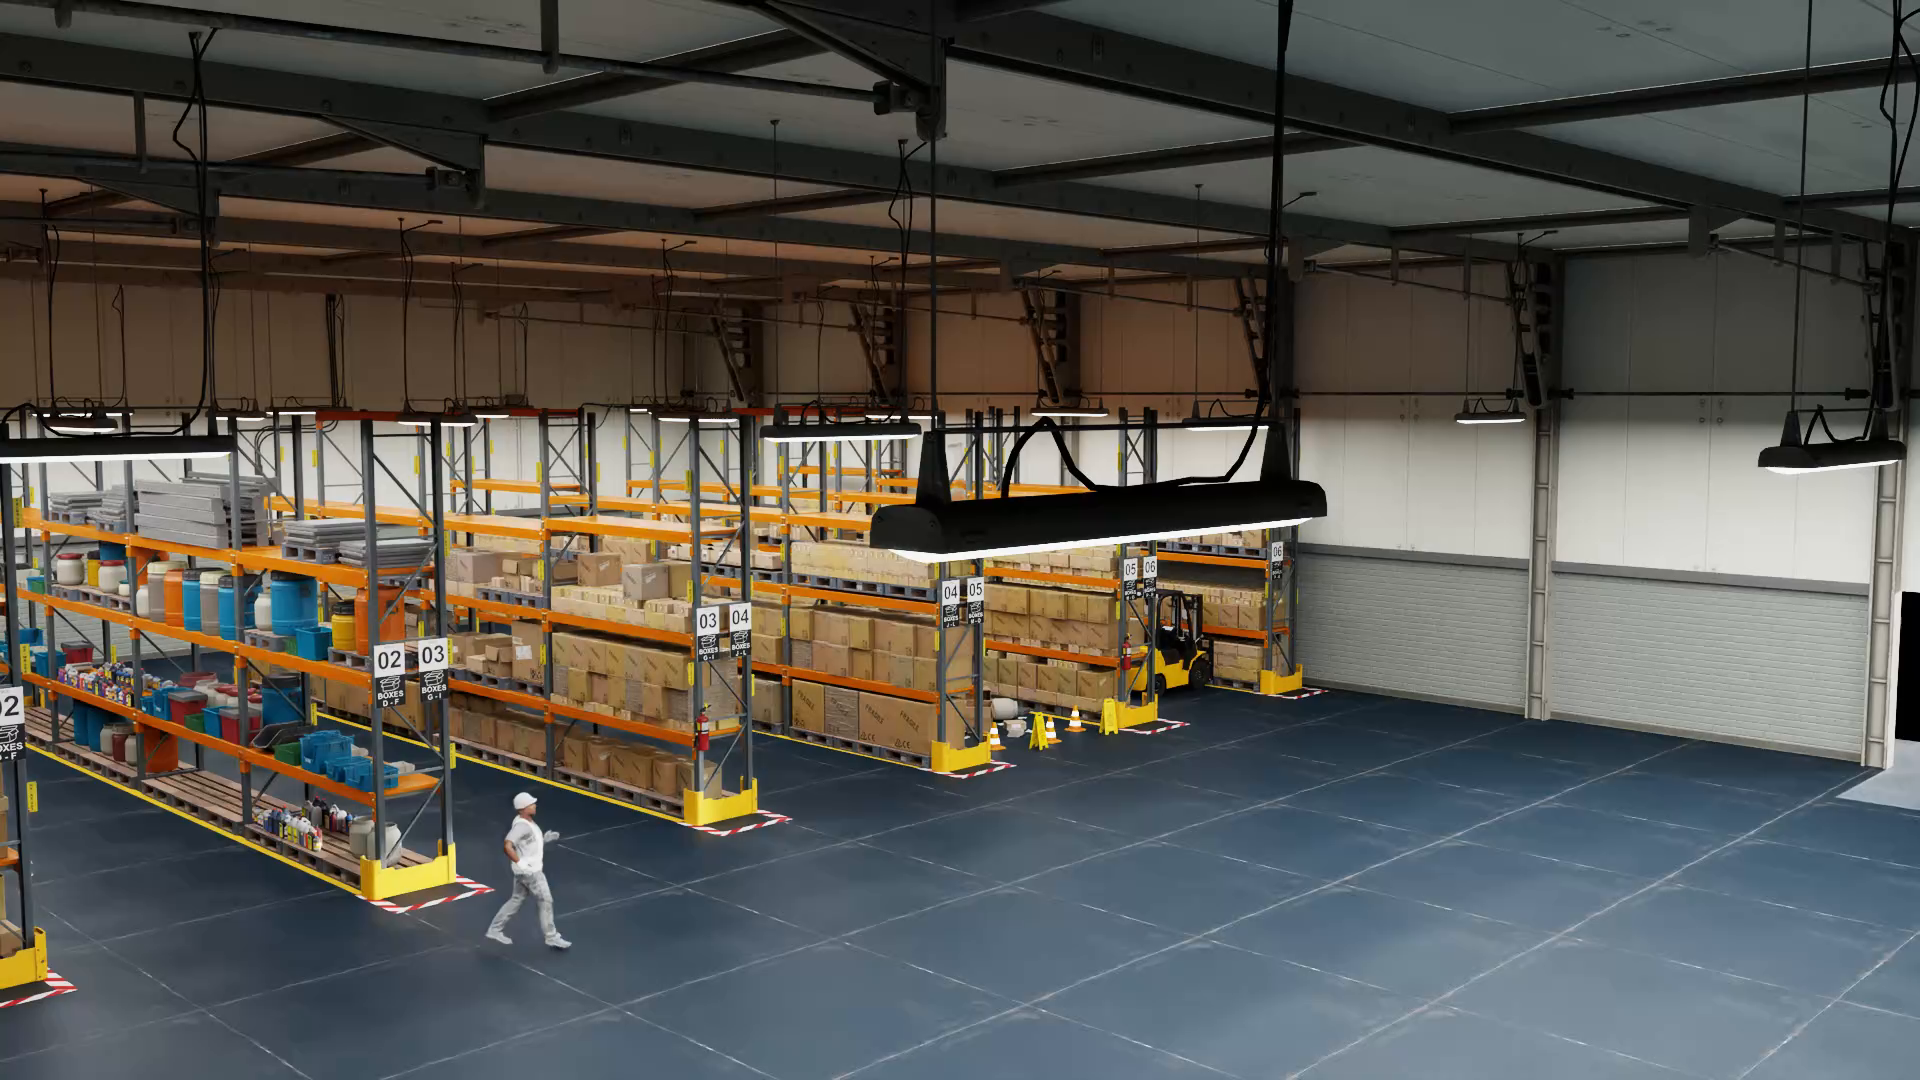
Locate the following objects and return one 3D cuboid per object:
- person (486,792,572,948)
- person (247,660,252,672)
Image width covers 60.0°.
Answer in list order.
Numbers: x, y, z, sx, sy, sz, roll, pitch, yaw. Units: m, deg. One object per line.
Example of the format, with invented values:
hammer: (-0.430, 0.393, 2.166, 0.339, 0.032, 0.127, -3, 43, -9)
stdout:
person: (-4.900, 3.750, 18.829, 0.933, 1.805, 0.674, -2, 5, -22)
person: (-15.511, 2.190, 36.994, 0.979, 1.774, 0.676, -4, 6, -36)
